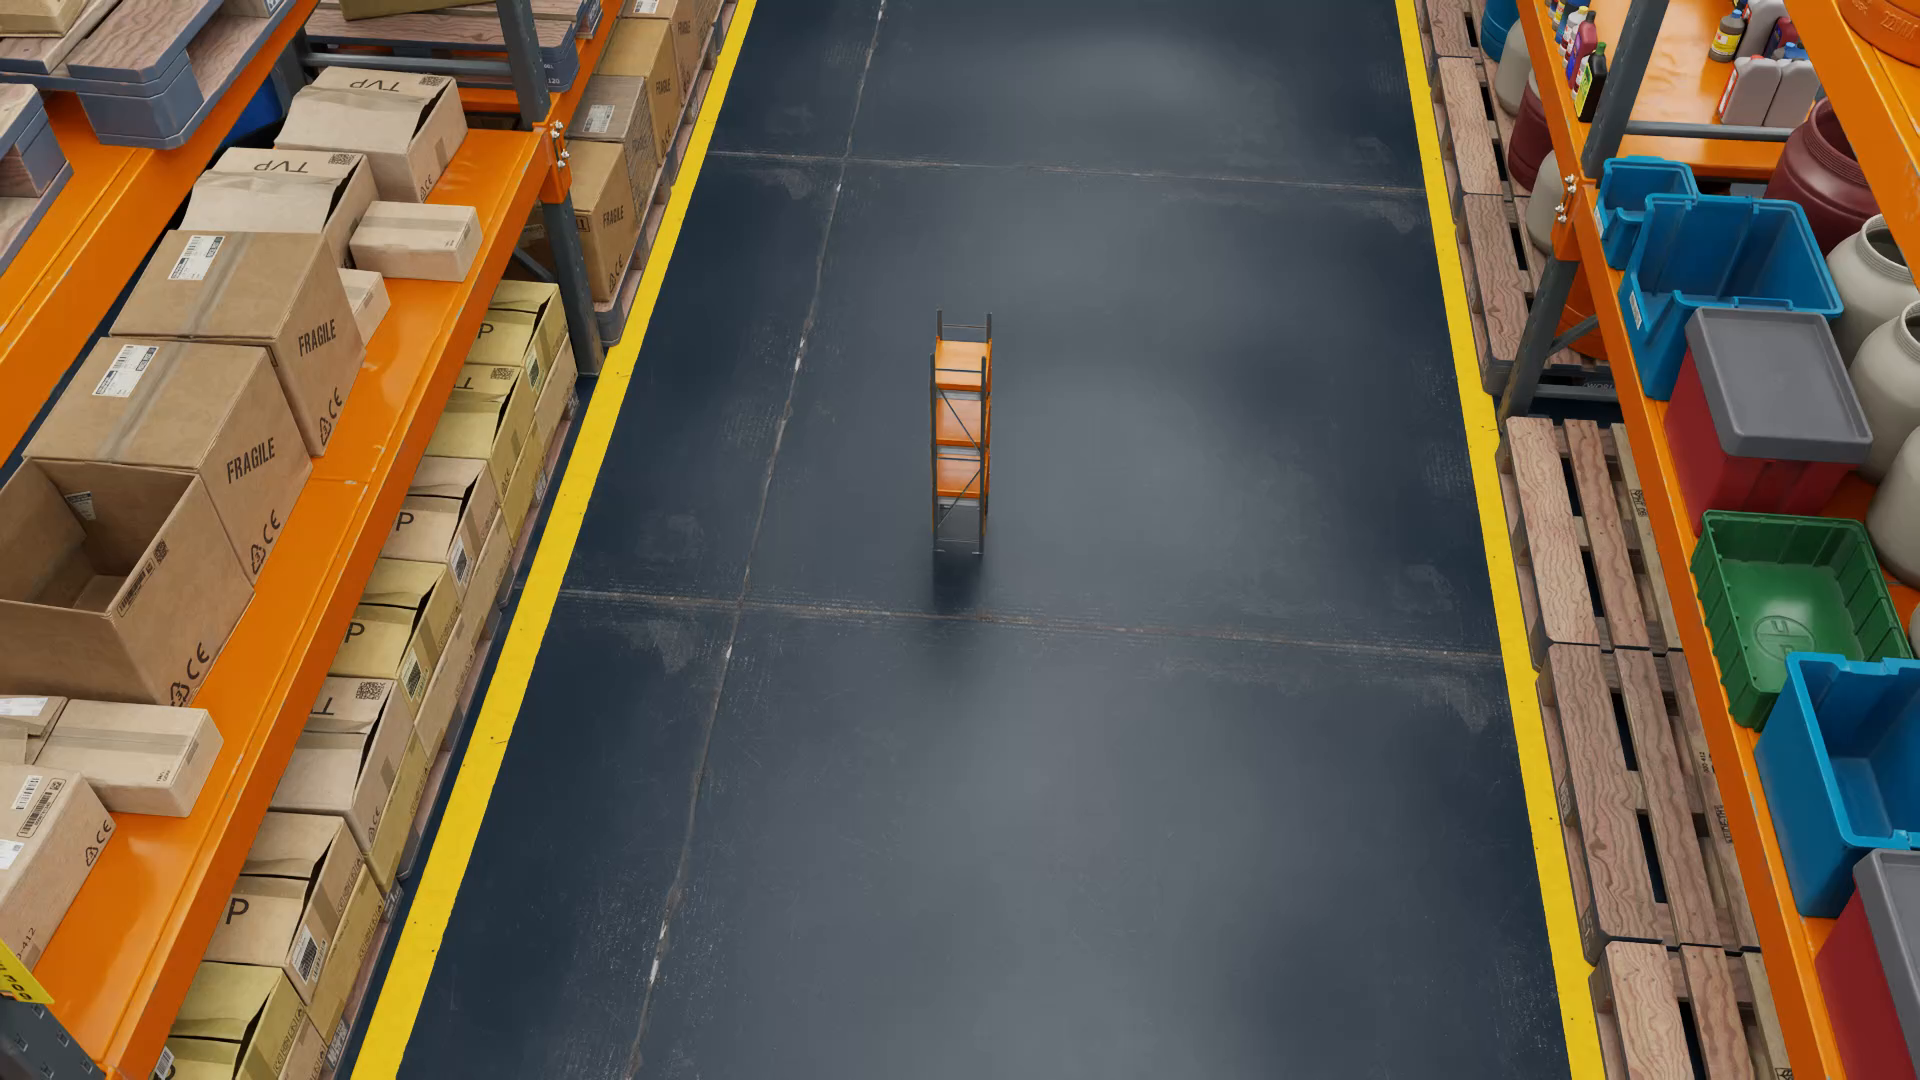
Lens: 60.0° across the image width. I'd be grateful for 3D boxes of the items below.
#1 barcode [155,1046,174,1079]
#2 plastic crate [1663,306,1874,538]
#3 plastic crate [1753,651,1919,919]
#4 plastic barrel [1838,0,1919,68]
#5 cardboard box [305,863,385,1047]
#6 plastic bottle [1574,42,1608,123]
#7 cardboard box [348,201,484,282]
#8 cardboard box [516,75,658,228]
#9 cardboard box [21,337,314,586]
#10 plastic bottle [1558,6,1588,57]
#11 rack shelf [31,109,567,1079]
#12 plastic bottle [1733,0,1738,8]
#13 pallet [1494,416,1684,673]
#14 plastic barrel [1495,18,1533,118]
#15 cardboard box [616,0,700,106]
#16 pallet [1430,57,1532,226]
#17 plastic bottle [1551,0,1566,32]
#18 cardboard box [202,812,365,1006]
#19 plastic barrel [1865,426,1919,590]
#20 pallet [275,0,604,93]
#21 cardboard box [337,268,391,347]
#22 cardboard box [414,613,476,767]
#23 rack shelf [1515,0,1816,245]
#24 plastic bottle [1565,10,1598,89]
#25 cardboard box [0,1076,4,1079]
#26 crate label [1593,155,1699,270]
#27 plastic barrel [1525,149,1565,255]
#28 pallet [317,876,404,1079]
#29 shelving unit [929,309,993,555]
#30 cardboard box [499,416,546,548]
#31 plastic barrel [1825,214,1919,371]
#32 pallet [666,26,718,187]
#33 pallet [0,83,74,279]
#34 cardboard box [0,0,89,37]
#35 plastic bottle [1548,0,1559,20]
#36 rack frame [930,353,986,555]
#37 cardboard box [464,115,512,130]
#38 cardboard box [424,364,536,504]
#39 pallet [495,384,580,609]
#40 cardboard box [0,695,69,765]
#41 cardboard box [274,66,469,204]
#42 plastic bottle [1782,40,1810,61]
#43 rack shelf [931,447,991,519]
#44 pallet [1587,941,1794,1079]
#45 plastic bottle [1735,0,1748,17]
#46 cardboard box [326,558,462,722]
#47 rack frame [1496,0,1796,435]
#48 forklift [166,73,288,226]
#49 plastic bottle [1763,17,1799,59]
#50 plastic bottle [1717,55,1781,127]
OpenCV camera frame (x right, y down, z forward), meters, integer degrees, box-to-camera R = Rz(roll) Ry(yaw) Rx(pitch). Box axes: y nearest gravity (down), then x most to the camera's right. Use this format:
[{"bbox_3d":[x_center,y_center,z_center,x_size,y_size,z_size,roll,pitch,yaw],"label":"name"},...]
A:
[{"bbox_3d":[-2.029,1.335,4.241,0.001,0.075,0.075,4,48,4],"label":"barcode"},{"bbox_3d":[2.378,-0.334,4.980,0.402,0.464,0.583,4,48,4],"label":"plastic crate"},{"bbox_3d":[2.256,0.633,4.149,0.392,0.384,0.575,4,48,4],"label":"plastic crate"},{"bbox_3d":[2.479,-1.568,3.827,0.600,0.830,0.708,4,48,4],"label":"plastic barrel"},{"bbox_3d":[-2.136,1.255,5.148,0.500,0.250,0.500,5,48,5],"label":"cardboard box"},{"bbox_3d":[2.442,-1.766,6.412,0.061,0.283,0.133,4,48,4],"label":"plastic bottle"},{"bbox_3d":[-1.909,-1.051,5.849,0.380,0.149,0.250,4,48,4],"label":"cardboard box"},{"bbox_3d":[-1.734,-1.821,7.778,0.500,0.500,0.500,2,48,2],"label":"cardboard box"},{"bbox_3d":[-2.287,-0.228,4.858,0.500,0.500,0.500,4,48,4],"label":"cardboard box"},{"bbox_3d":[2.501,-2.063,6.739,0.097,0.201,0.097,0,48,0],"label":"plastic bottle"},{"bbox_3d":[-2.285,-0.103,5.299,1.077,0.370,4.000,4,48,4],"label":"rack shelf"},{"bbox_3d":[3.312,-2.342,6.938,0.061,0.283,0.133,4,48,4],"label":"plastic bottle"},{"bbox_3d":[2.721,0.028,6.581,1.003,0.211,1.213,4,48,4],"label":"pallet"},{"bbox_3d":[2.923,-2.393,8.308,0.421,0.512,0.421,0,48,0],"label":"plastic barrel"},{"bbox_3d":[-1.641,-2.573,8.466,0.500,0.500,0.500,2,48,2],"label":"cardboard box"},{"bbox_3d":[2.974,-2.015,8.450,1.003,0.211,1.213,4,48,4],"label":"pallet"},{"bbox_3d":[2.518,-2.206,6.870,0.097,0.201,0.097,0,48,0],"label":"plastic bottle"},{"bbox_3d":[-2.130,1.066,4.941,0.500,0.311,0.500,3,48,3],"label":"cardboard box"},{"bbox_3d":[2.877,-0.132,4.746,0.433,0.535,0.433,0,48,0],"label":"plastic barrel"},{"bbox_3d":[-2.111,-2.254,6.909,1.213,0.211,1.003,4,48,4],"label":"pallet"},{"bbox_3d":[-2.163,-0.790,5.610,0.380,0.149,0.250,7,48,6],"label":"cardboard box"},{"bbox_3d":[-2.044,0.500,5.839,0.500,0.250,0.500,5,48,4],"label":"cardboard box"},{"bbox_3d":[3.012,-2.707,7.680,1.077,0.370,4.000,4,48,4],"label":"rack shelf"},{"bbox_3d":[2.463,-1.936,6.567,0.061,0.283,0.133,4,48,4],"label":"plastic bottle"},{"bbox_3d":[-2.716,1.404,4.632,0.500,0.311,0.500,4,48,4],"label":"cardboard box"},{"bbox_3d":[2.418,-1.139,5.872,0.303,0.233,0.416,4,48,4],"label":"crate label"},{"bbox_3d":[2.820,-1.563,7.549,0.421,0.512,0.421,0,48,0],"label":"plastic barrel"},{"bbox_3d":[-2.439,1.521,5.216,1.003,0.211,1.213,4,48,4],"label":"pallet"},{"bbox_3d":[0.005,-0.394,6.399,0.215,1.050,0.252,4,48,4],"label":"shelving unit"},{"bbox_3d":[-1.951,-0.247,6.522,0.500,0.250,0.500,3,48,3],"label":"cardboard box"},{"bbox_3d":[2.949,-0.747,5.325,0.421,0.512,0.421,0,48,0],"label":"plastic barrel"},{"bbox_3d":[-1.883,-2.315,8.724,1.003,0.211,1.213,4,48,4],"label":"pallet"},{"bbox_3d":[-2.399,-0.473,3.247,0.805,0.209,1.217,2,48,2],"label":"pallet"},{"bbox_3d":[-2.232,-1.381,3.764,0.500,0.250,0.500,0,48,0],"label":"cardboard box"},{"bbox_3d":[2.527,-2.302,6.909,0.097,0.271,0.097,0,48,0],"label":"plastic bottle"},{"bbox_3d":[-0.006,-0.304,6.317,0.200,1.050,0.008,4,48,4],"label":"rack frame"},{"bbox_3d":[-2.250,-2.118,7.542,0.500,0.250,0.500,6,48,5],"label":"cardboard box"},{"bbox_3d":[-1.946,-0.435,6.314,0.500,0.311,0.500,3,48,3],"label":"cardboard box"},{"bbox_3d":[-2.216,-0.272,6.856,1.003,0.211,1.213,4,48,4],"label":"pallet"},{"bbox_3d":[-2.570,0.511,4.341,0.396,0.266,0.258,3,48,3],"label":"cardboard box"},{"bbox_3d":[-2.179,-1.521,6.169,0.500,0.311,0.500,7,48,6],"label":"cardboard box"},{"bbox_3d":[3.229,-1.816,6.465,0.097,0.271,0.097,0,48,0],"label":"plastic bottle"},{"bbox_3d":[0.005,-0.199,6.611,0.215,0.259,0.240,4,48,4],"label":"rack shelf"},{"bbox_3d":[2.498,1.821,4.941,1.003,0.211,1.213,4,48,4],"label":"pallet"},{"bbox_3d":[3.211,-2.160,6.780,0.097,0.271,0.097,0,48,0],"label":"plastic bottle"},{"bbox_3d":[-2.042,0.304,5.638,0.500,0.311,0.500,5,48,5],"label":"cardboard box"},{"bbox_3d":[2.830,-1.480,6.071,1.000,3.000,0.127,4,48,4],"label":"rack frame"},{"bbox_3d":[-4.733,-2.355,6.918,1.130,2.935,3.031,35,57,28],"label":"forklift"},{"bbox_3d":[3.267,-1.975,6.603,0.061,0.283,0.133,4,48,4],"label":"plastic bottle"},{"bbox_3d":[3.040,-1.744,6.397,0.152,0.276,0.135,4,48,4],"label":"plastic bottle"}]
